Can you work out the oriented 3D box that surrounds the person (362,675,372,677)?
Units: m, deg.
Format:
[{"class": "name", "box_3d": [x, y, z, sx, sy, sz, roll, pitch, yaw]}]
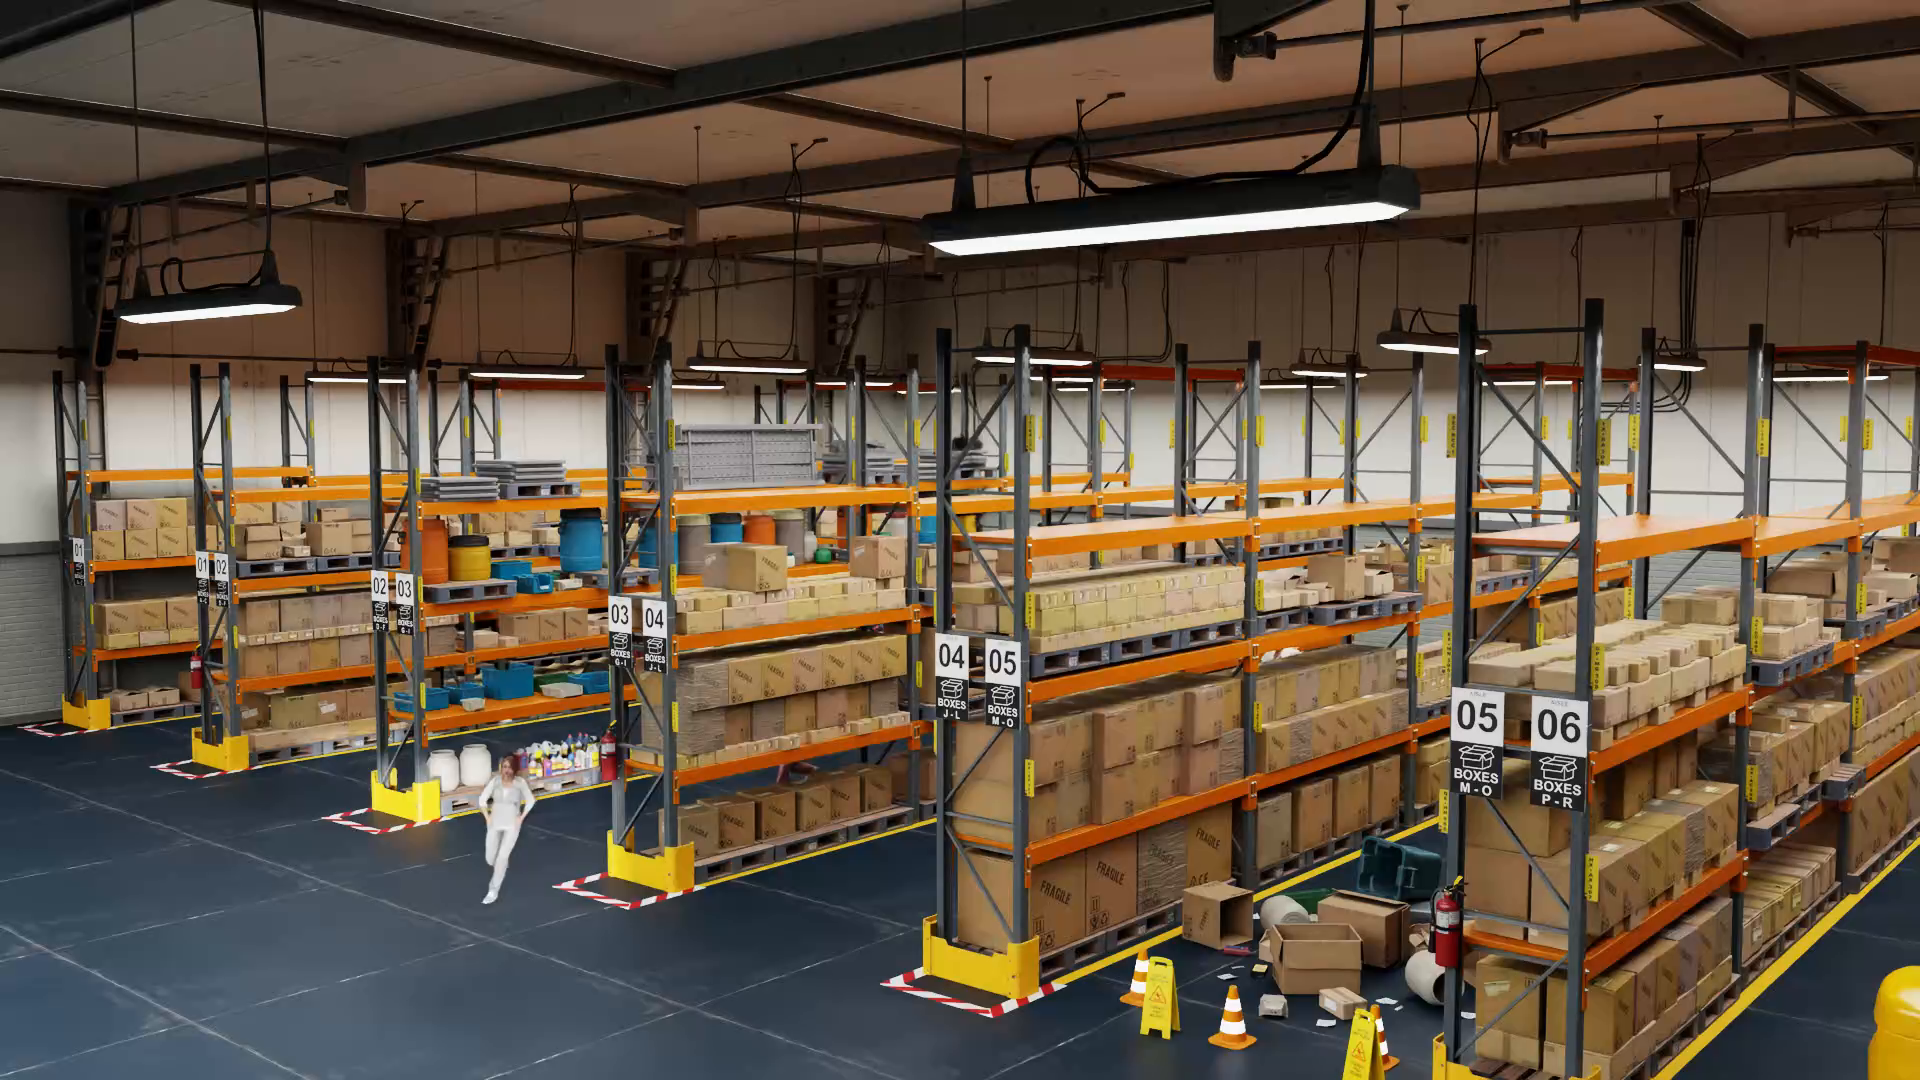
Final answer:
[{"class": "person", "box_3d": [-10.062, 2.246, 28.528, 0.631, 1.806, 1.134, 4, 6, 42]}]

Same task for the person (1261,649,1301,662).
[{"class": "person", "box_3d": [5.099, 2.394, 26.384, 0.742, 1.836, 1.009, 3, 5, 37]}]

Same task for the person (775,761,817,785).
[{"class": "person", "box_3d": [-2.266, 2.718, 22.611, 0.603, 1.659, 0.892, 3, 5, 38]}]

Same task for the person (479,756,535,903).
[{"class": "person", "box_3d": [-4.906, 3.094, 18.015, 0.585, 1.559, 0.617, 0, 4, -6]}]
